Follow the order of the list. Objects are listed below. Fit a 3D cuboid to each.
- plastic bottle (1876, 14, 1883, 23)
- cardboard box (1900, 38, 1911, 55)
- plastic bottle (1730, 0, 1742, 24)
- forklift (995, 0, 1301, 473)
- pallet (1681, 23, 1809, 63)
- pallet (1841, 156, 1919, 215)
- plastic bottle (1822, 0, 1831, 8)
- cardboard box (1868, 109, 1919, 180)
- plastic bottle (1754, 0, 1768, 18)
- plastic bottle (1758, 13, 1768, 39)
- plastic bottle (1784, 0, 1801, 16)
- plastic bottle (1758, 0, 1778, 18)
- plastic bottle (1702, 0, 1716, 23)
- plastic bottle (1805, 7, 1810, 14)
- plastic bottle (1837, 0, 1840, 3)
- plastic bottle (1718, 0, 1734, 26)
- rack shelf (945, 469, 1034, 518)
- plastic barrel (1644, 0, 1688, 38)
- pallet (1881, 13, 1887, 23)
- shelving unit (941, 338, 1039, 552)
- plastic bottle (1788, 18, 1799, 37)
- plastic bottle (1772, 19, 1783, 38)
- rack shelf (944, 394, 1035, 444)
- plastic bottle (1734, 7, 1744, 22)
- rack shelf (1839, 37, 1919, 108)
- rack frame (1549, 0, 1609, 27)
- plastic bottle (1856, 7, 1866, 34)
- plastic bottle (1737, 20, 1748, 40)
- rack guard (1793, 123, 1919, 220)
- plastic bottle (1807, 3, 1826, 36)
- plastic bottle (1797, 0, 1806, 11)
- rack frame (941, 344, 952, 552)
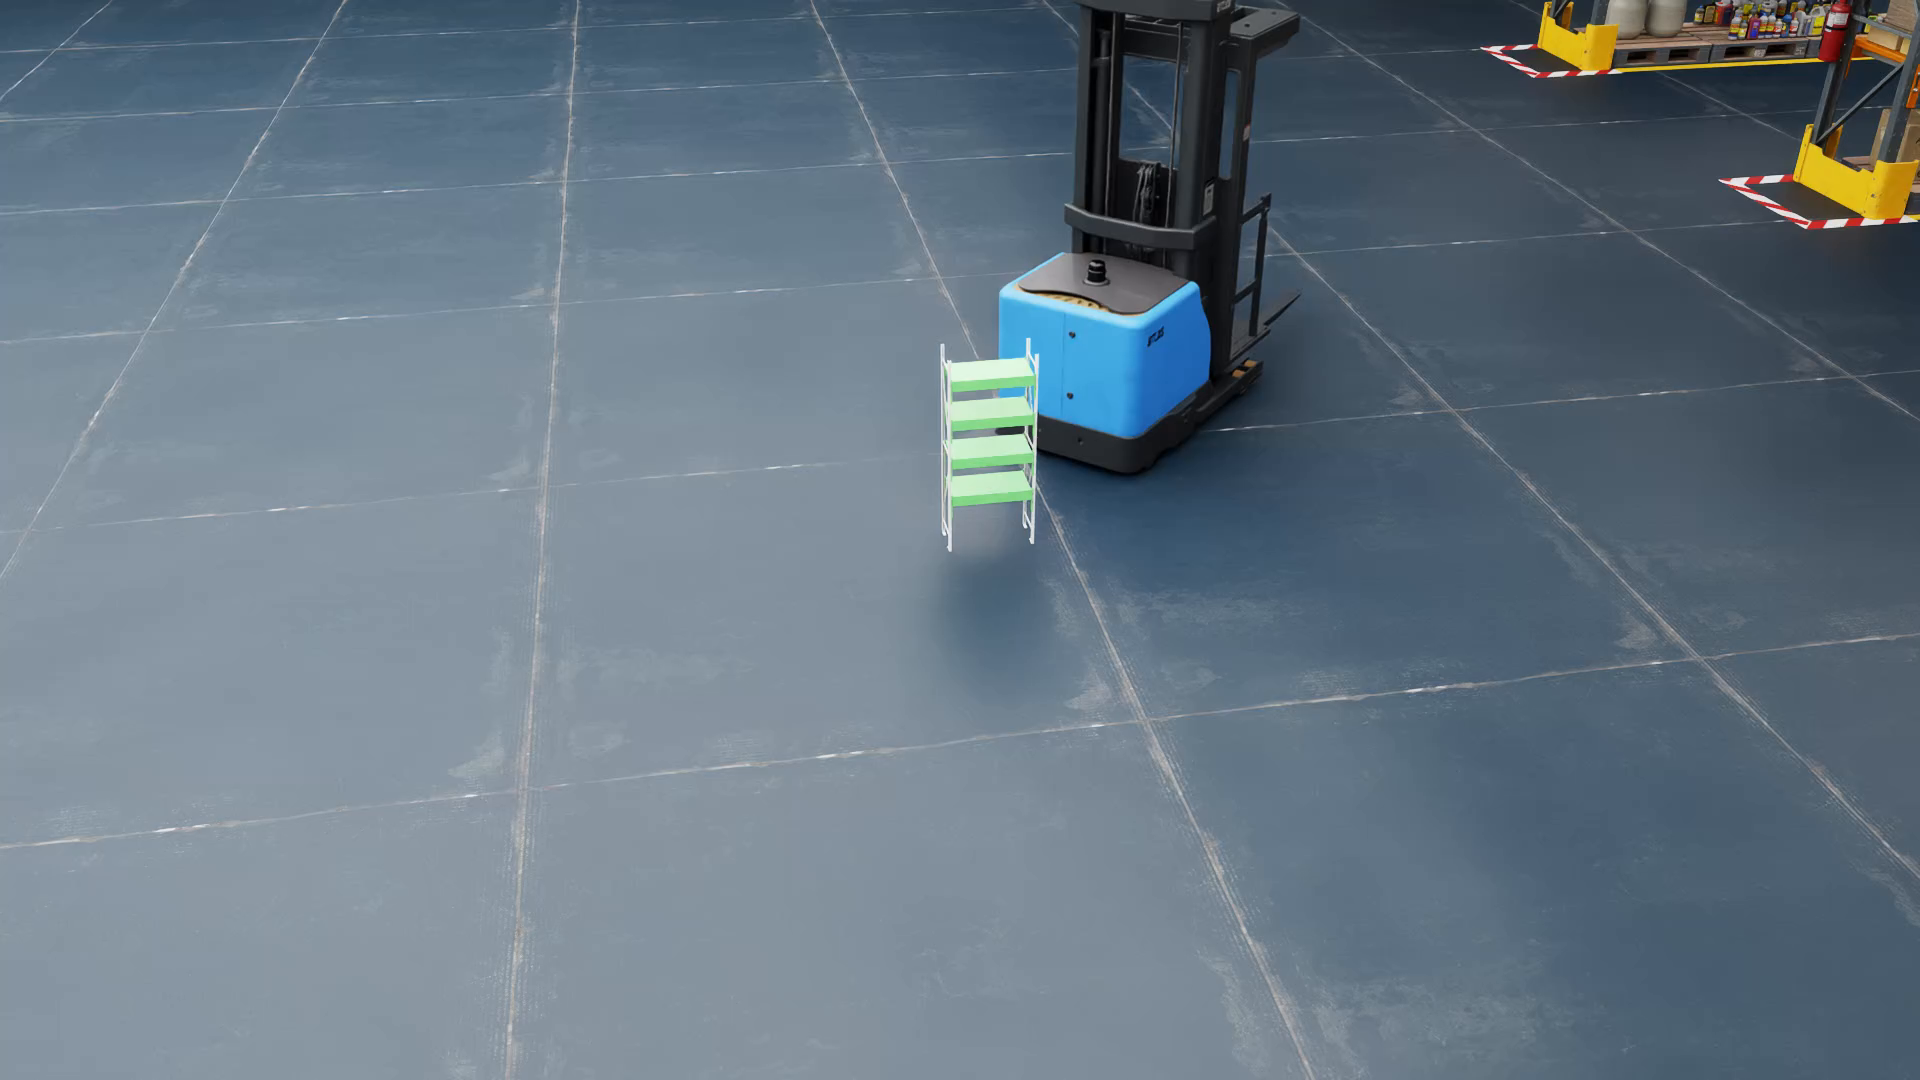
[{"bbox_3d":[10.665,-6.009,19.337,0.097,0.201,0.097,0,30,0],"label":"plastic bottle"},{"bbox_3d":[8.247,-4.179,14.145,0.250,0.149,0.380,-5,31,-9],"label":"cardboard box"},{"bbox_3d":[9.148,-6.273,19.712,0.135,0.276,0.152,-6,31,-10],"label":"plastic bottle"},{"bbox_3d":[1.454,-2.385,10.914,1.130,2.935,3.031,18,35,28],"label":"forklift"},{"bbox_3d":[9.095,-5.859,19.506,1.213,0.211,1.003,-5,31,-9],"label":"pallet"},{"bbox_3d":[8.804,-3.241,15.054,1.213,0.211,1.003,-5,31,-9],"label":"pallet"},{"bbox_3d":[10.280,-6.326,19.796,0.133,0.283,0.061,-5,31,-9],"label":"plastic bottle"},{"bbox_3d":[8.541,-3.532,14.849,0.500,0.500,0.500,0,30,0],"label":"cardboard box"},{"bbox_3d":[9.493,-6.339,19.751,0.185,0.351,0.144,-6,31,-9],"label":"plastic bottle"},{"bbox_3d":[9.208,-5.904,19.090,0.097,0.271,0.097,0,30,0],"label":"plastic bottle"},{"bbox_3d":[9.912,-6.378,19.817,0.185,0.351,0.144,-7,31,-11],"label":"plastic bottle"},{"bbox_3d":[9.545,-6.236,19.648,0.135,0.276,0.152,-5,31,-9],"label":"plastic bottle"},{"bbox_3d":[8.871,-6.274,19.707,0.133,0.283,0.061,-5,31,-8],"label":"plastic bottle"},{"bbox_3d":[9.834,-6.032,19.296,0.133,0.283,0.061,-5,31,-9],"label":"plastic bottle"},{"bbox_3d":[10.574,-6.417,19.962,0.097,0.271,0.097,0,30,0],"label":"plastic bottle"},{"bbox_3d":[9.032,-6.211,19.599,0.133,0.283,0.061,-5,31,-9],"label":"plastic bottle"},{"bbox_3d":[0.163,-0.270,9.626,0.480,0.148,0.258,-5,31,-9],"label":"rack shelf"},{"bbox_3d":[8.158,-6.102,19.208,0.421,0.512,0.421,0,30,0],"label":"plastic barrel"},{"bbox_3d":[11.731,-6.103,19.922,1.213,0.211,1.003,-5,31,-9],"label":"pallet"},{"bbox_3d":[0.163,-0.532,9.472,0.503,1.200,0.258,-5,31,-9],"label":"shelving unit"},{"bbox_3d":[9.606,-5.911,19.170,0.097,0.201,0.097,0,30,0],"label":"plastic bottle"},{"bbox_3d":[9.404,-5.892,19.138,0.097,0.201,0.097,0,30,0],"label":"plastic bottle"},{"bbox_3d":[0.163,-0.684,9.382,0.480,0.148,0.258,-5,31,-9],"label":"rack shelf"},{"bbox_3d":[9.189,-6.180,19.628,0.097,0.201,0.097,0,30,0],"label":"plastic bottle"},{"bbox_3d":[9.891,-4.252,14.732,4.000,0.370,1.077,-5,31,-9],"label":"rack shelf"},{"bbox_3d":[7.031,-6.849,18.439,0.127,3.000,1.000,-5,31,-9],"label":"rack frame"},{"bbox_3d":[10.384,-6.060,19.276,0.185,0.351,0.144,-6,31,-10],"label":"plastic bottle"},{"bbox_3d":[8.973,-5.852,19.070,0.097,0.201,0.097,0,30,0],"label":"plastic bottle"},{"bbox_3d":[7.998,-3.309,14.885,0.348,0.500,1.175,-5,31,-9],"label":"rack guard"},{"bbox_3d":[9.878,-6.013,19.196,0.185,0.351,0.144,-5,31,-9],"label":"plastic bottle"},{"bbox_3d":[9.976,-6.288,19.742,0.097,0.271,0.097,0,30,0],"label":"plastic bottle"},{"bbox_3d":[-0.077,-0.510,9.434,0.015,1.200,0.240,-5,31,-9],"label":"rack frame"}]
